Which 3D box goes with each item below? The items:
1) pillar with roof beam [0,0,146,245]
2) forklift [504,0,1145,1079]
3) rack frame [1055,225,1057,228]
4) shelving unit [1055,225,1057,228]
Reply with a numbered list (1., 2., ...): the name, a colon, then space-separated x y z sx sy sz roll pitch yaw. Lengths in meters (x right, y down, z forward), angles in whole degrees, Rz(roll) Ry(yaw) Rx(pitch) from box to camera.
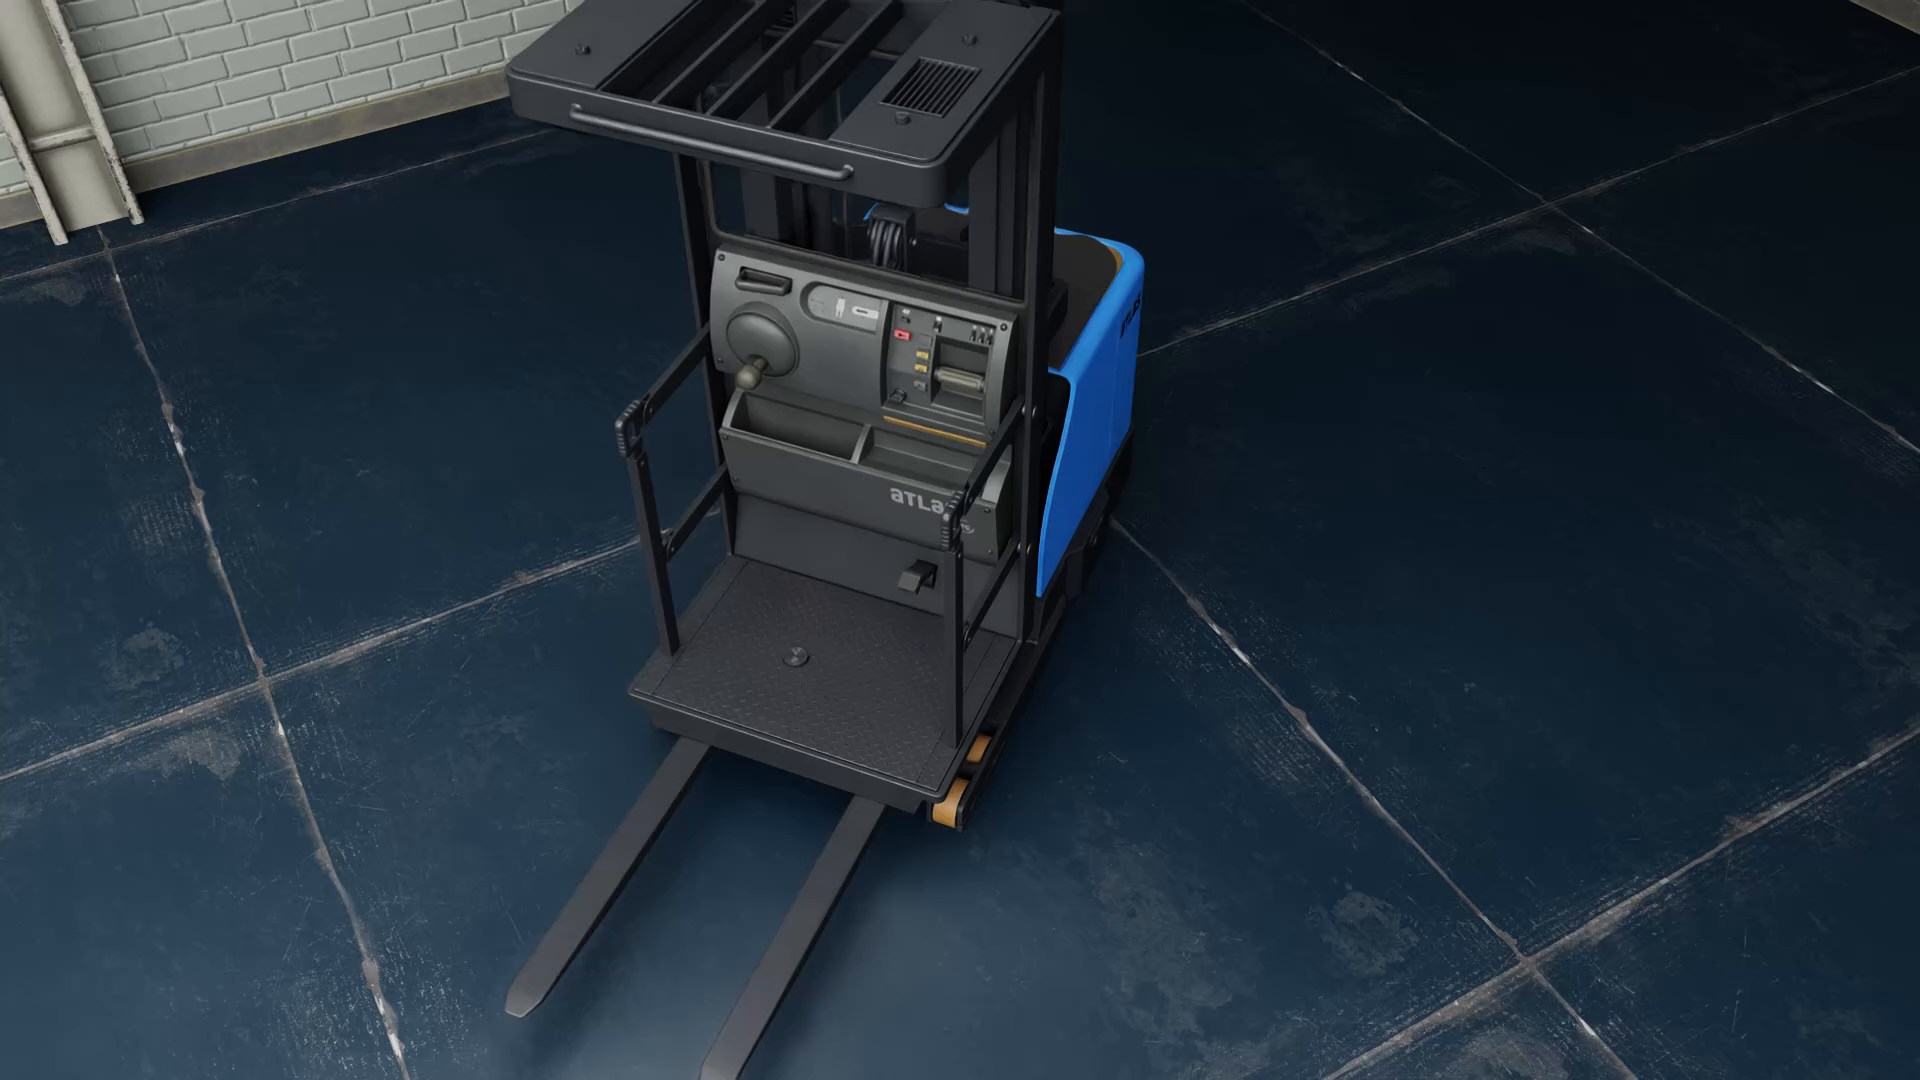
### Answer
1. pillar with roof beam: -1.917 -2.144 1.998 0.400 9.000 9.100 -22 48 -21
2. forklift: -0.374 -0.477 4.637 1.130 2.935 3.031 16 46 16
3. rack frame: 0.246 -0.872 6.502 0.240 0.900 0.006 16 46 16
4. shelving unit: 0.207 -0.806 6.434 0.258 0.900 0.210 16 46 16
